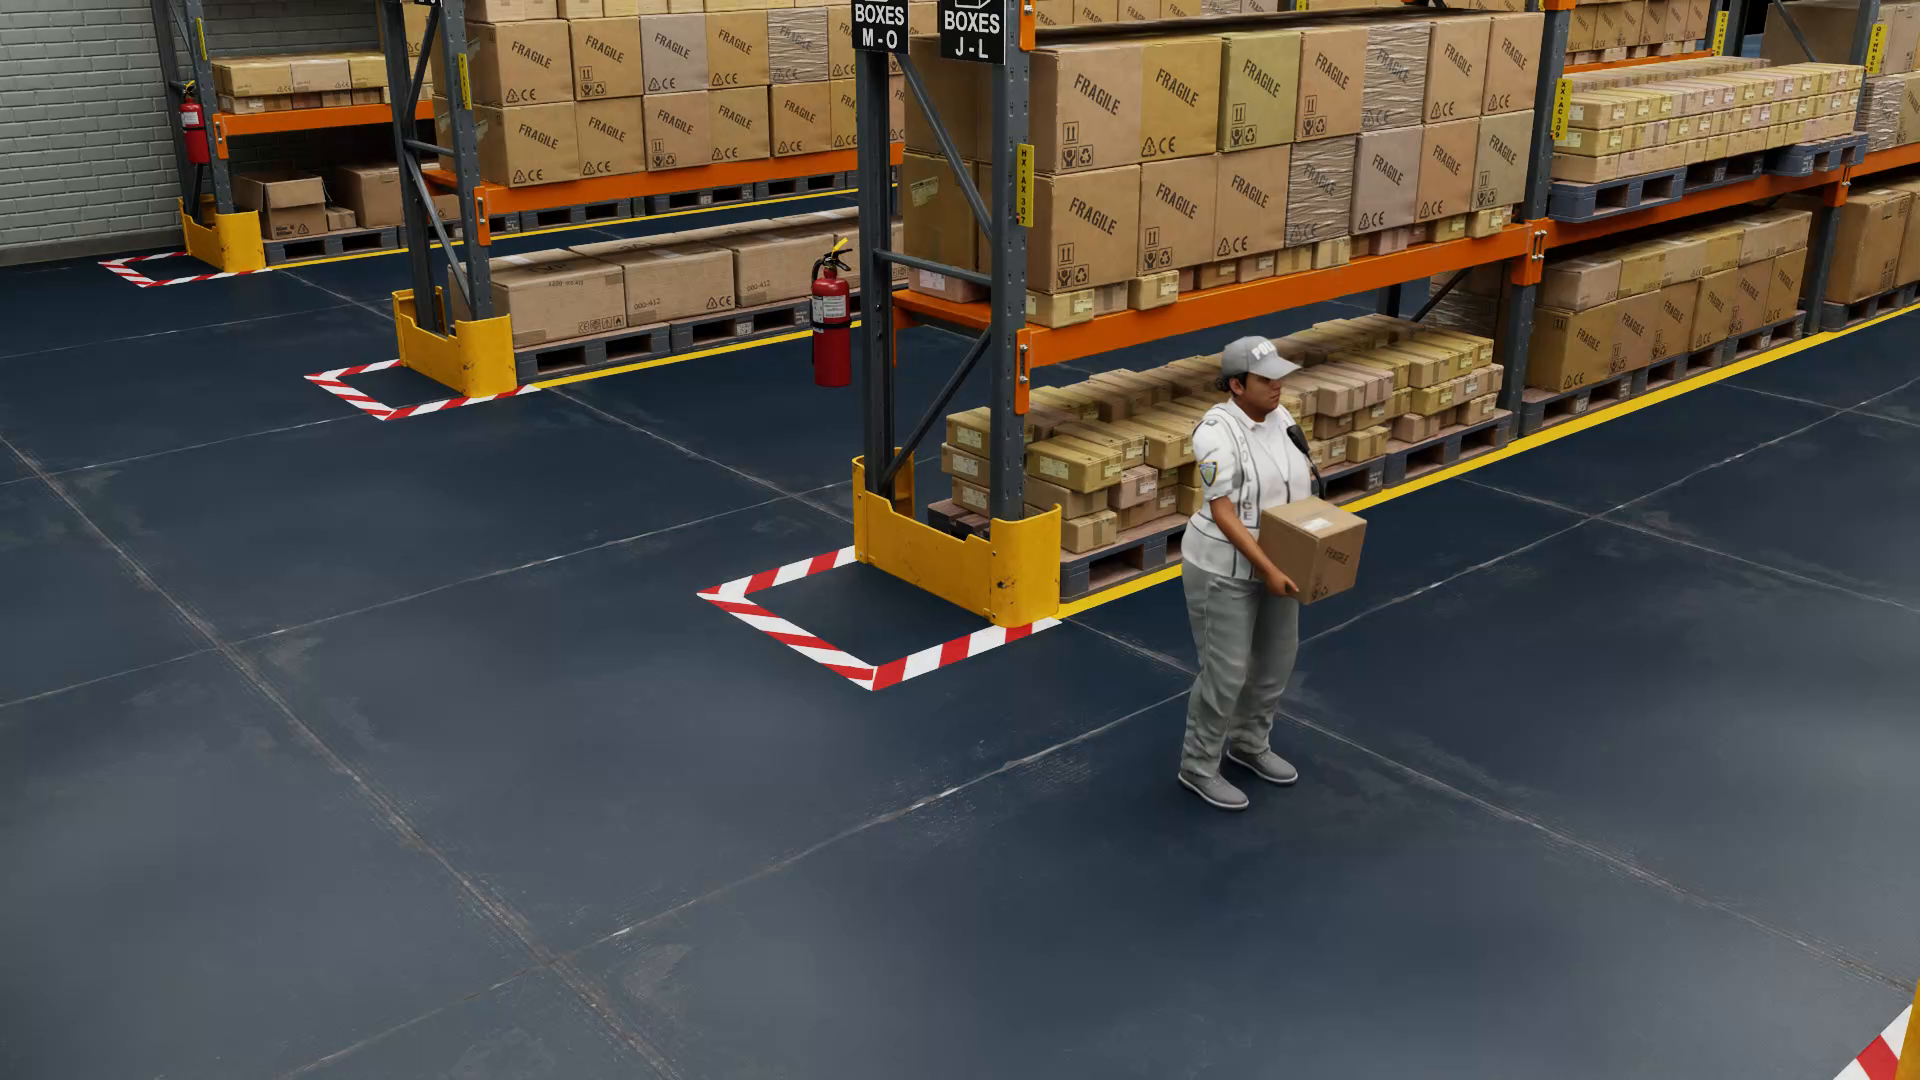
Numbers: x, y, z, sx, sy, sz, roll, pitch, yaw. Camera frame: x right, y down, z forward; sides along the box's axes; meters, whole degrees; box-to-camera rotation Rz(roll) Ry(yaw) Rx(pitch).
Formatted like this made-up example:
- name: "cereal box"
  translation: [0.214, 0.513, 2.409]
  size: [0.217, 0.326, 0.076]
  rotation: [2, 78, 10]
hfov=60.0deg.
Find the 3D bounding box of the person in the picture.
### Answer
- name: "person"
  translation: [1.048, 0.127, 5.765]
  size: [0.455, 1.657, 0.541]
  rotation: [-17, 27, -36]
